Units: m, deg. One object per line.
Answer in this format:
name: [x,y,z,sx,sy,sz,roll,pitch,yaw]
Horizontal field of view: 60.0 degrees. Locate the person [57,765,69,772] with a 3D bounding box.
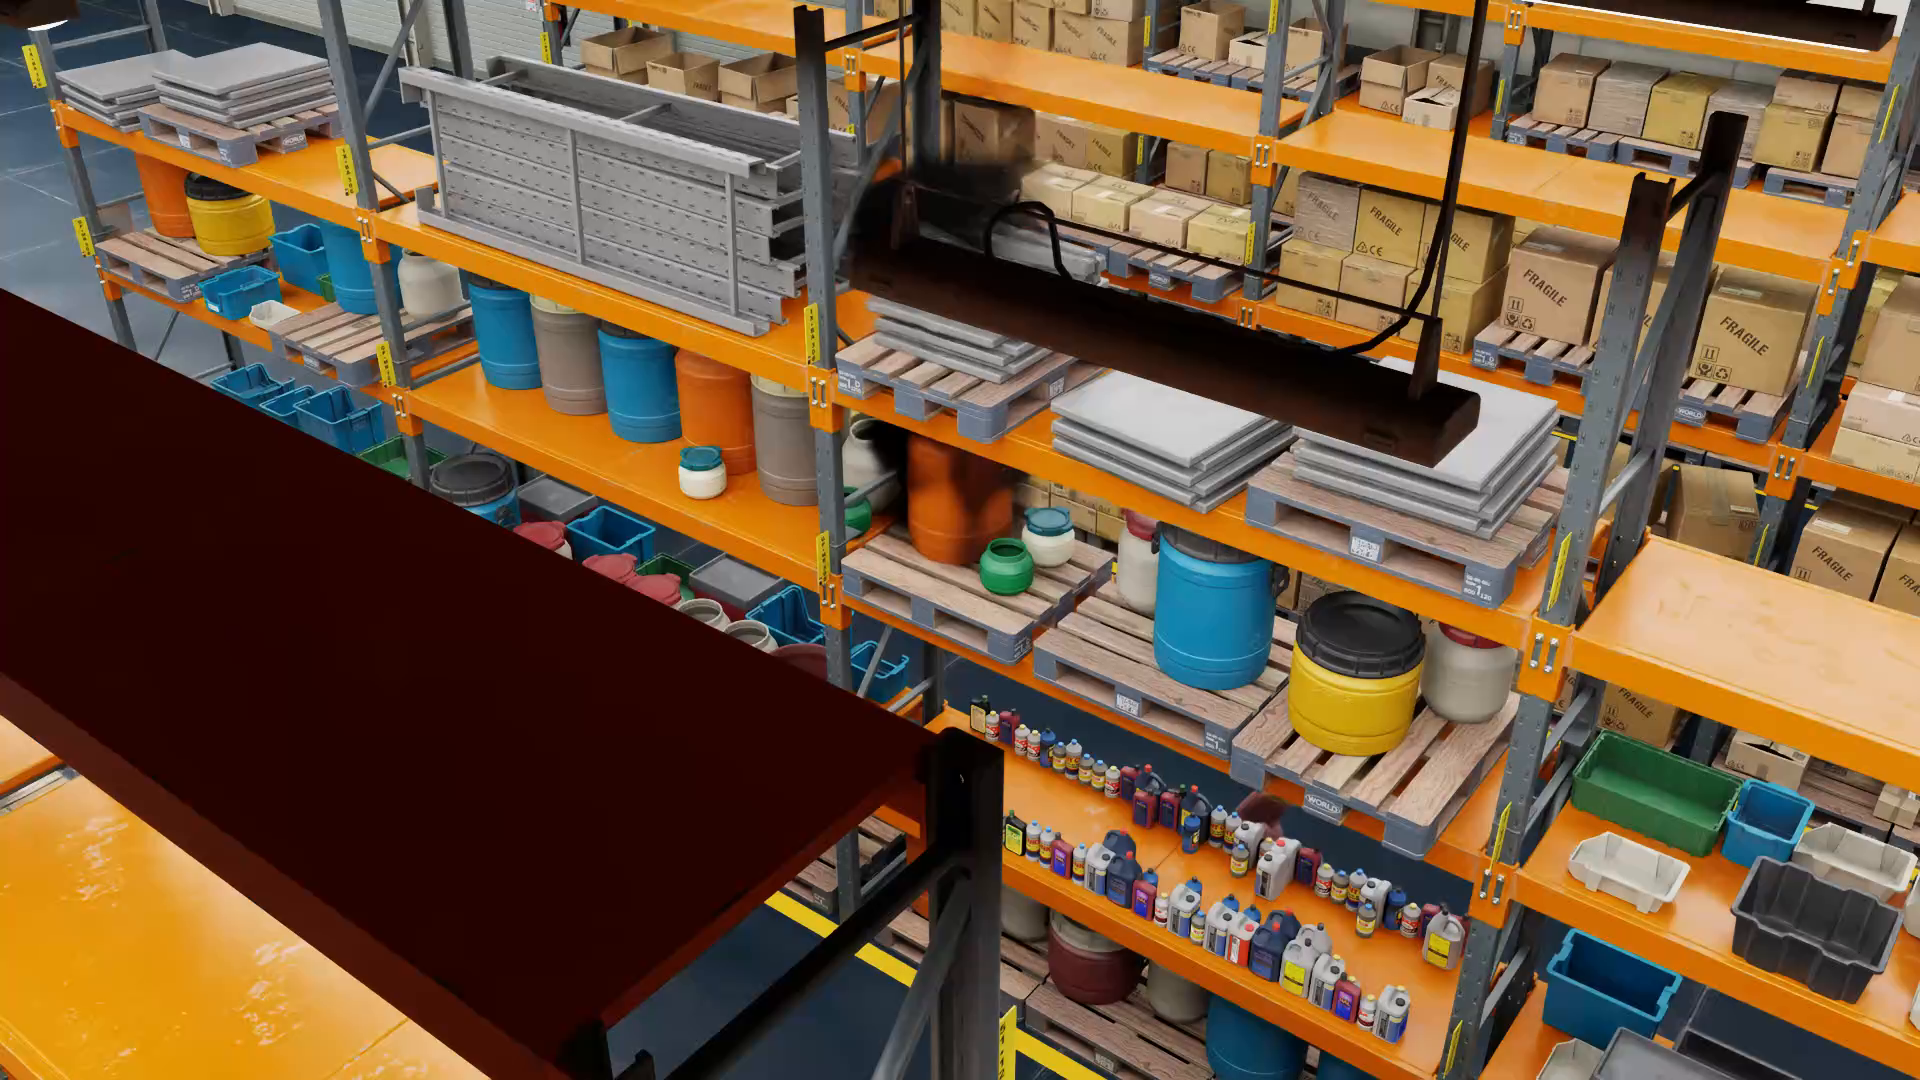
person: [-5.964,1.770,10.852,0.624,1.640,0.573,14,34,22]

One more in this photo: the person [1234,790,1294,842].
person: [2.142,1.649,11.024,0.551,1.628,0.631,23,38,33]
